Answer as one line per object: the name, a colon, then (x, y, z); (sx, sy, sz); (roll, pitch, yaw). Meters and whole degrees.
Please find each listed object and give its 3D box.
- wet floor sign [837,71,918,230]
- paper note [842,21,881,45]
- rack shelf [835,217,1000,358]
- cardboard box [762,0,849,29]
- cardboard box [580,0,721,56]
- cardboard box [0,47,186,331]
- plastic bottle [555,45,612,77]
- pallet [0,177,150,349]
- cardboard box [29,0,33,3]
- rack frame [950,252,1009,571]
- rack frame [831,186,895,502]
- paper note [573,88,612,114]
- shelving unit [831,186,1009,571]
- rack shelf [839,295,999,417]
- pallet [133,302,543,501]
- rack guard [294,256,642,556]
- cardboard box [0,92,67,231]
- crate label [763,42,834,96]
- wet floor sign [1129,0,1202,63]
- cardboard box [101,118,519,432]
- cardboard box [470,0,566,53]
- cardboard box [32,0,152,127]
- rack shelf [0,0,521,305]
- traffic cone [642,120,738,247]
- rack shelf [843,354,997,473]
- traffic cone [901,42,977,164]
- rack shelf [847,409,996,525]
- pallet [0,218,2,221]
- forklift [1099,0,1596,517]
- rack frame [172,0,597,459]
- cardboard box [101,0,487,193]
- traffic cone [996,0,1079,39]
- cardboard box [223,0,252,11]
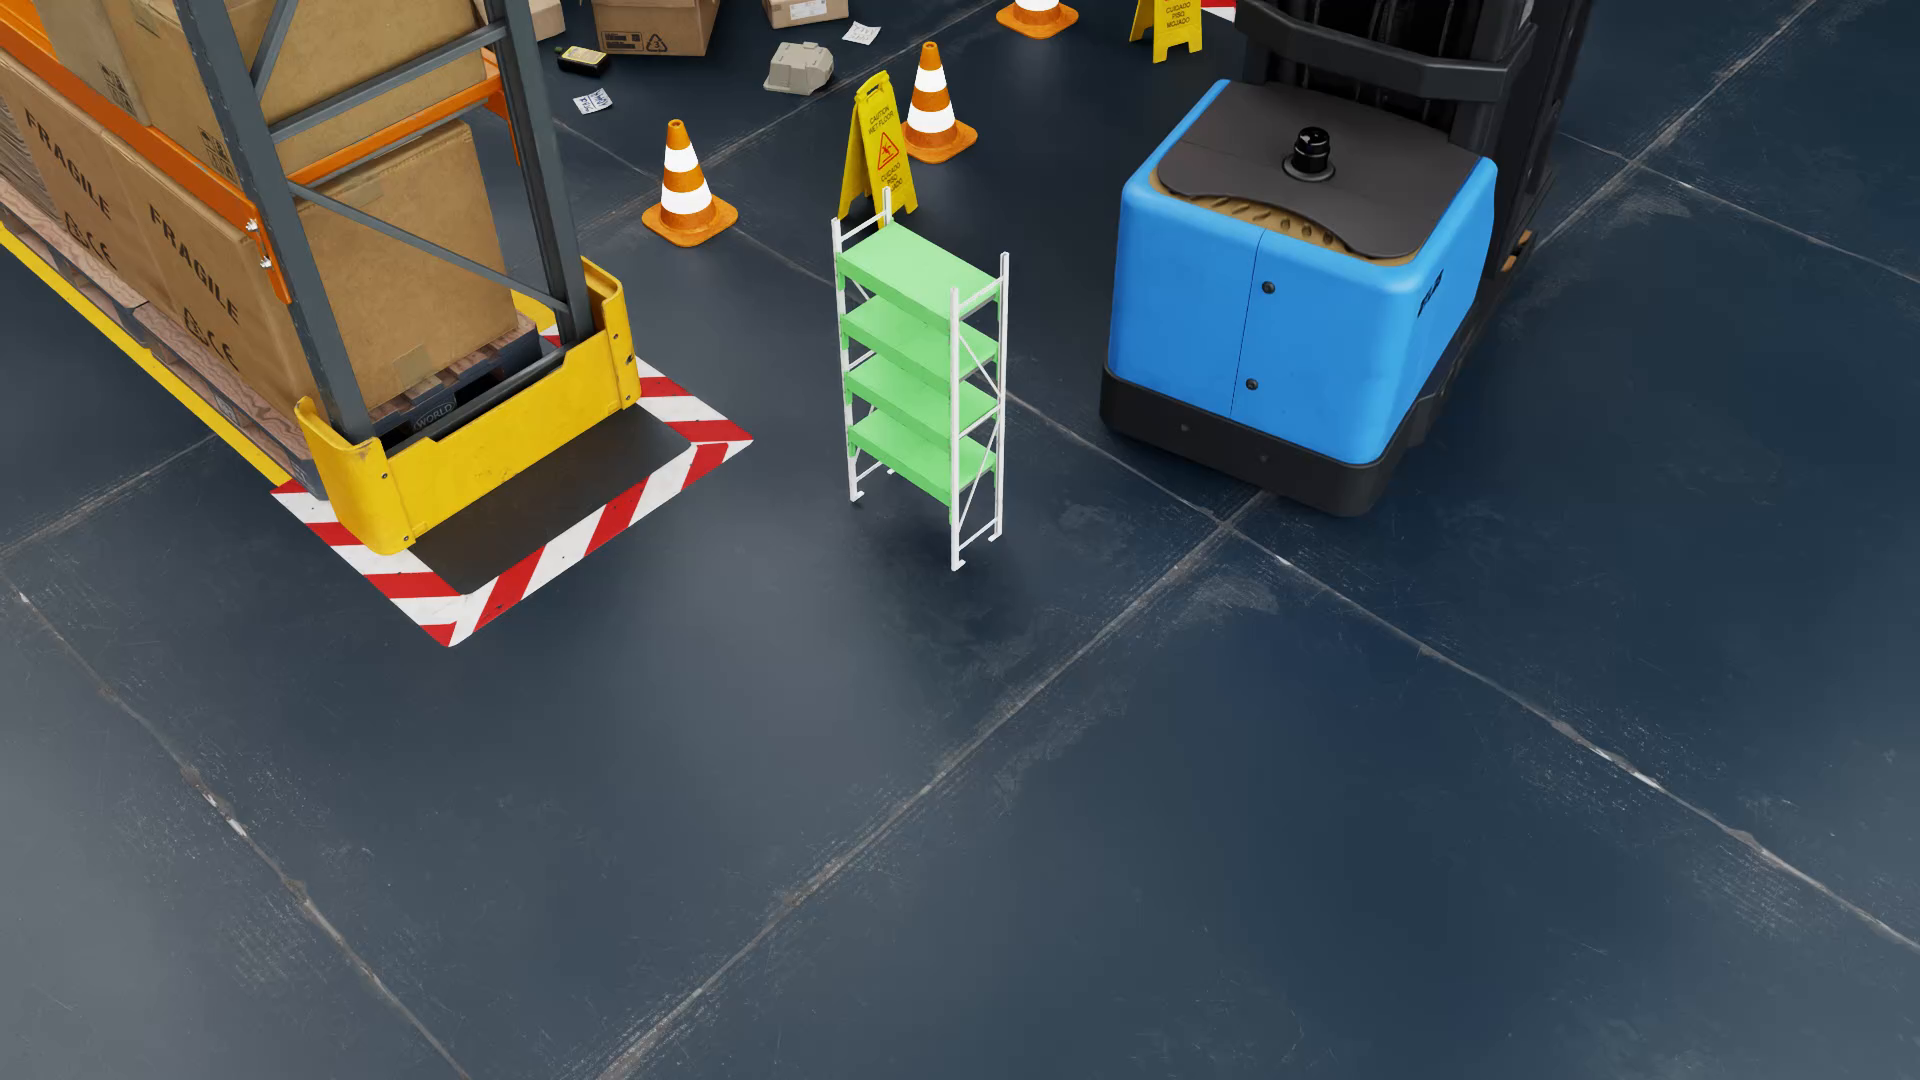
wet floor sign: (-0.349, -1.604, 6.813); (0.232, 0.644, 0.267); (25, 52, 22)
paper note: (-0.475, -2.450, 8.029); (0.142, 0.019, 0.148); (17, 49, 15)
rack shelf: (-0.122, -0.777, 5.086); (0.480, 0.148, 0.258); (34, 55, 28)
cardboard box: (-0.763, -2.655, 8.141); (0.380, 0.149, 0.250); (-13, 48, -12)
cardboard box: (-1.438, -2.723, 7.962); (0.637, 0.503, 0.797); (2, 47, 2)
cardboard box: (-2.904, -1.514, 6.283); (0.875, 0.875, 0.875); (33, 55, 27)
plastic bottle: (-1.798, -2.262, 7.832); (0.283, 0.061, 0.133); (17, 49, 15)
pallet: (-3.246, -1.366, 6.888); (1.213, 0.211, 1.003); (34, 55, 28)
cardboard box: (-2.762, -2.178, 5.635); (0.550, 0.550, 0.875); (34, 55, 28)
rack frame: (0.058, -0.372, 5.276); (0.015, 1.200, 0.240); (34, 55, 28)
rack frame: (-0.301, -0.613, 5.503); (0.015, 1.200, 0.240); (34, 55, 28)
paper note: (-1.683, -2.011, 7.618); (0.144, 0.017, 0.142); (-21, 50, -18)
shelving unit: (-0.122, -0.493, 5.389); (0.503, 1.200, 0.258); (34, 55, 28)
rack shelf: (-0.122, -0.613, 5.261); (0.480, 0.148, 0.258); (34, 55, 28)
pallet: (-2.354, -0.762, 6.321); (1.213, 0.211, 1.003); (34, 55, 28)
rack guard: (-1.695, -0.496, 5.873); (0.348, 0.500, 1.175); (34, 55, 28)
cardboard box: (-3.573, -1.966, 6.707); (0.875, 0.875, 0.875); (34, 56, 28)
crate label: (-0.744, -2.200, 7.721); (0.298, 0.136, 0.250); (9, 48, 9)
wet floor sign: (0.984, -2.592, 7.741); (0.267, 0.644, 0.232); (-21, 50, -18)
cardboard box: (-2.256, -1.080, 5.876); (0.875, 0.875, 0.875); (34, 56, 28)
cardboard box: (-2.140, -2.542, 7.955); (0.396, 0.266, 0.258); (-29, 53, -25)
cardboard box: (-2.435, -1.834, 5.312); (0.550, 0.550, 0.875); (34, 55, 28)
rack shelf: (-3.183, -2.106, 6.163); (4.000, 0.370, 1.077); (34, 55, 28)
traffic cone: (-1.140, -1.518, 6.858); (0.334, 0.463, 0.336); (34, 55, 28)
rack shelf: (-0.122, -0.449, 5.436); (0.480, 0.148, 0.258); (34, 55, 28)
traffic cone: (-0.124, -1.956, 7.269); (0.334, 0.463, 0.336); (34, 55, 28)
rack shelf: (-0.122, -0.285, 5.611); (0.480, 0.148, 0.258); (34, 55, 28)
pallet: (-4.147, -1.969, 7.454); (1.213, 0.211, 1.003); (34, 55, 28)
forklift: (1.692, -2.147, 5.756); (1.130, 2.935, 3.031); (23, 51, 20)
rack frame: (-1.713, -1.364, 4.973); (0.127, 3.000, 1.000); (34, 55, 28)
cardboard box: (-2.016, -1.574, 5.067); (0.550, 0.550, 0.875); (34, 55, 28)
traffic cone: (0.379, -2.718, 7.985); (0.334, 0.463, 0.336); (34, 55, 28)
cardboard box: (-1.959, -1.989, 4.716); (0.550, 0.550, 0.875); (34, 55, 28)
